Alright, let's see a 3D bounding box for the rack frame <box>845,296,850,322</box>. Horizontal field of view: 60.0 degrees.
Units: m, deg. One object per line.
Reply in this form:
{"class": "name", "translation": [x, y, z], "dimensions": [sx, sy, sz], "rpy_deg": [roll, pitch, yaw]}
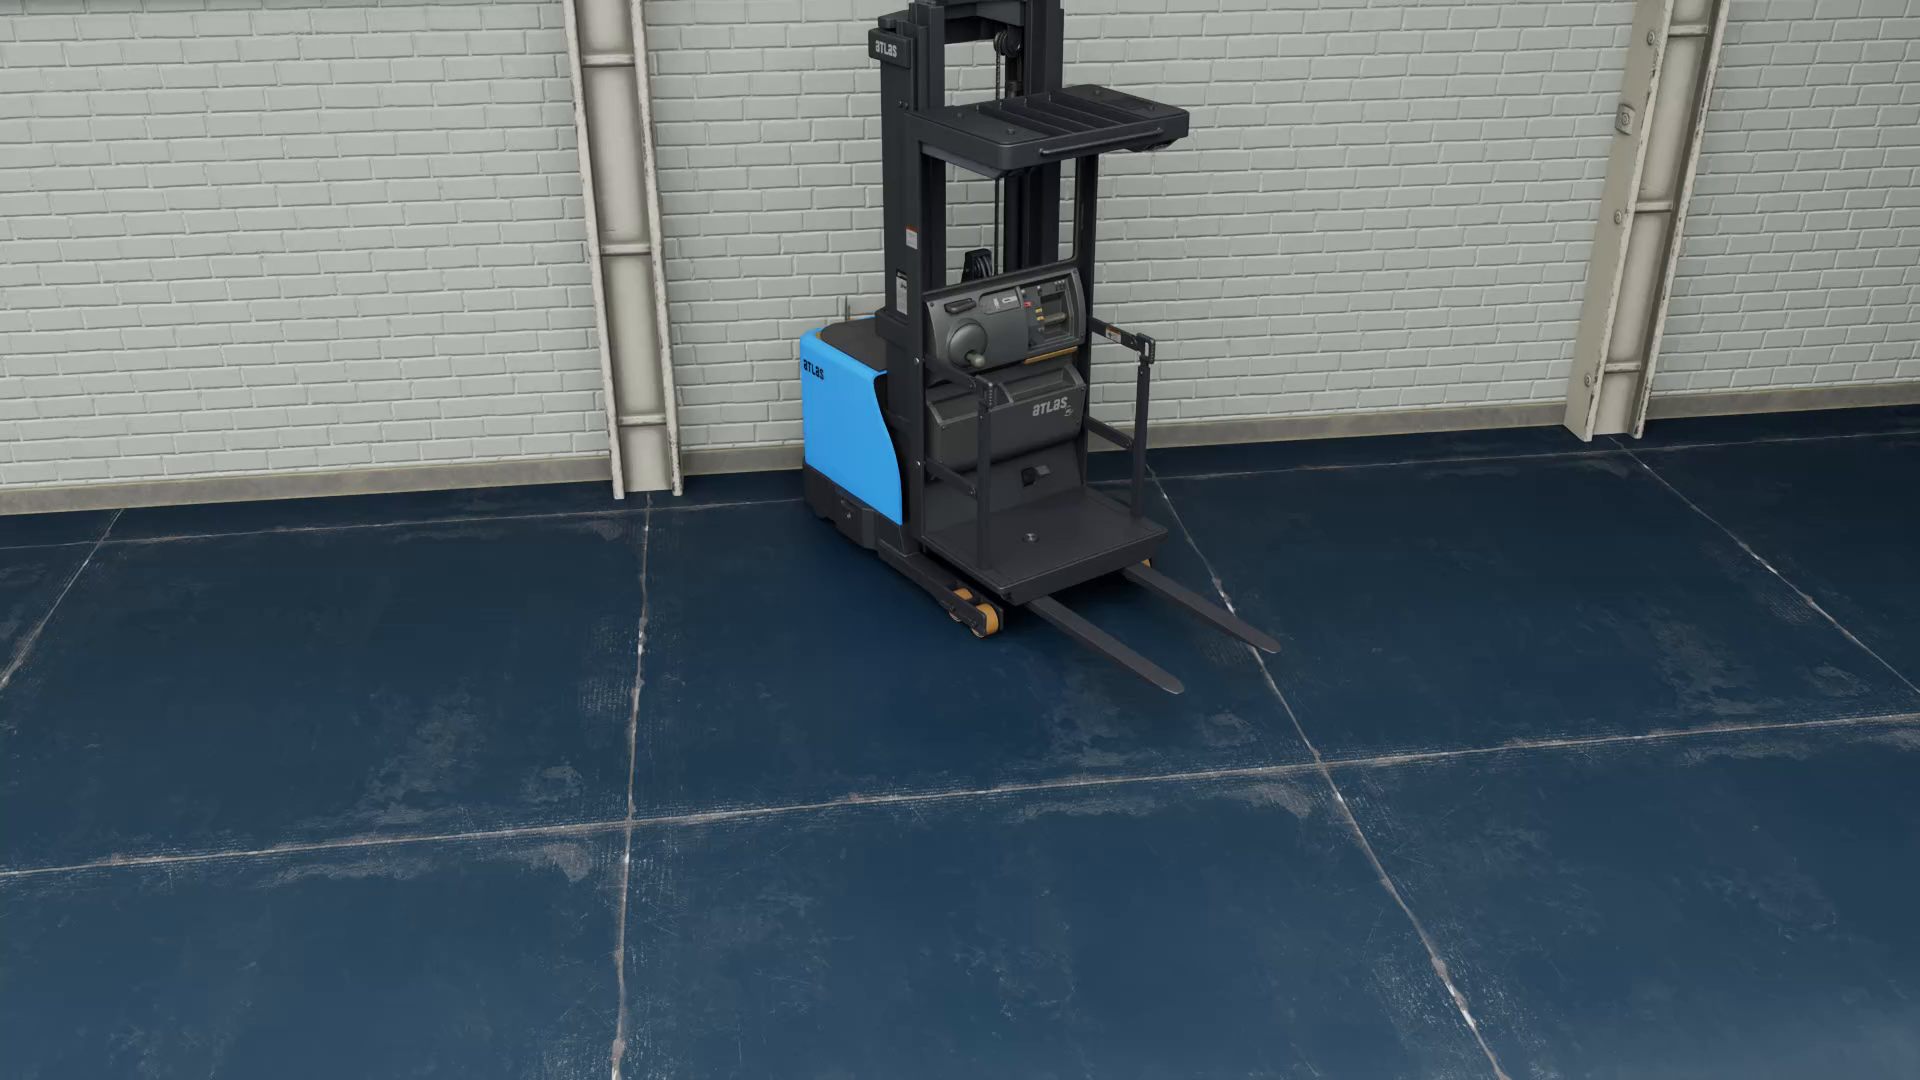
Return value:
{"class": "rack frame", "translation": [-0.675, -0.899, 9.773], "dimensions": [0.008, 1.050, 0.200], "rpy_deg": [-1, 25, -9]}

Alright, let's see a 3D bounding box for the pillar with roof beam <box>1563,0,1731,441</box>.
{"class": "pillar with roof beam", "translation": [4.696, -2.760, 4.773], "dimensions": [0.400, 9.000, 9.100], "rpy_deg": [-4, 27, -7]}

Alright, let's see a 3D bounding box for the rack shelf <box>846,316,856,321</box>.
{"class": "rack shelf", "translation": [-0.539, -1.148, 9.678], "dimensions": [0.240, 0.259, 0.215], "rpy_deg": [-1, 25, -9]}

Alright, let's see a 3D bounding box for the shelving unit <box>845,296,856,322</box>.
{"class": "shelving unit", "translation": [-0.555, -0.900, 9.793], "dimensions": [0.252, 1.050, 0.215], "rpy_deg": [-1, 25, -9]}

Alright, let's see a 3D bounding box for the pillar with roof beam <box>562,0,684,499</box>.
{"class": "pillar with roof beam", "translation": [-1.245, -2.379, 4.029], "dimensions": [0.400, 9.000, 9.100], "rpy_deg": [-4, 27, -7]}

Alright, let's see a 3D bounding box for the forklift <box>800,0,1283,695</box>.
{"class": "forklift", "translation": [0.363, -1.070, 8.124], "dimensions": [1.130, 2.935, 3.031], "rpy_deg": [-18, 32, -31]}
